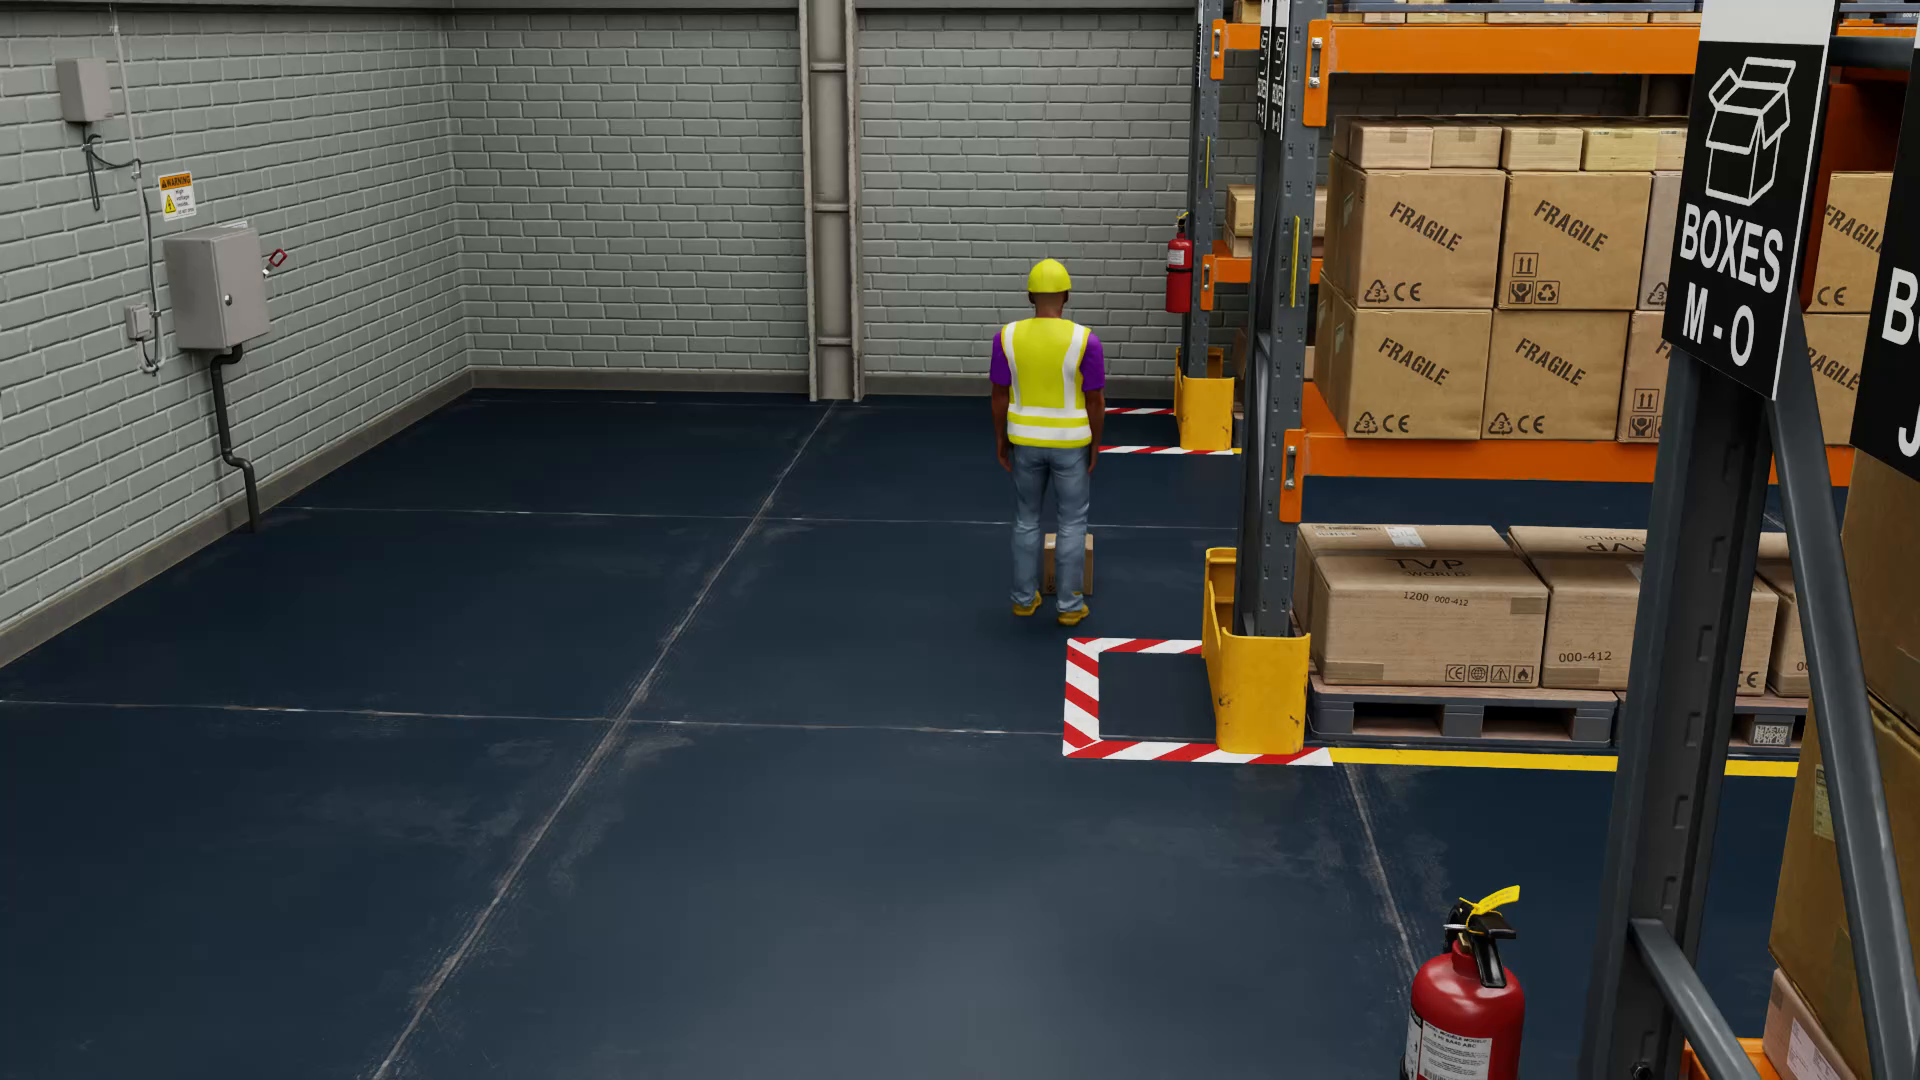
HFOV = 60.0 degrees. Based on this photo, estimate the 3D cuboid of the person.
[{"bbox_3d":[0.421,-0.475,8.037,0.566,1.762,0.365,5,18,16],"label":"person"}]
